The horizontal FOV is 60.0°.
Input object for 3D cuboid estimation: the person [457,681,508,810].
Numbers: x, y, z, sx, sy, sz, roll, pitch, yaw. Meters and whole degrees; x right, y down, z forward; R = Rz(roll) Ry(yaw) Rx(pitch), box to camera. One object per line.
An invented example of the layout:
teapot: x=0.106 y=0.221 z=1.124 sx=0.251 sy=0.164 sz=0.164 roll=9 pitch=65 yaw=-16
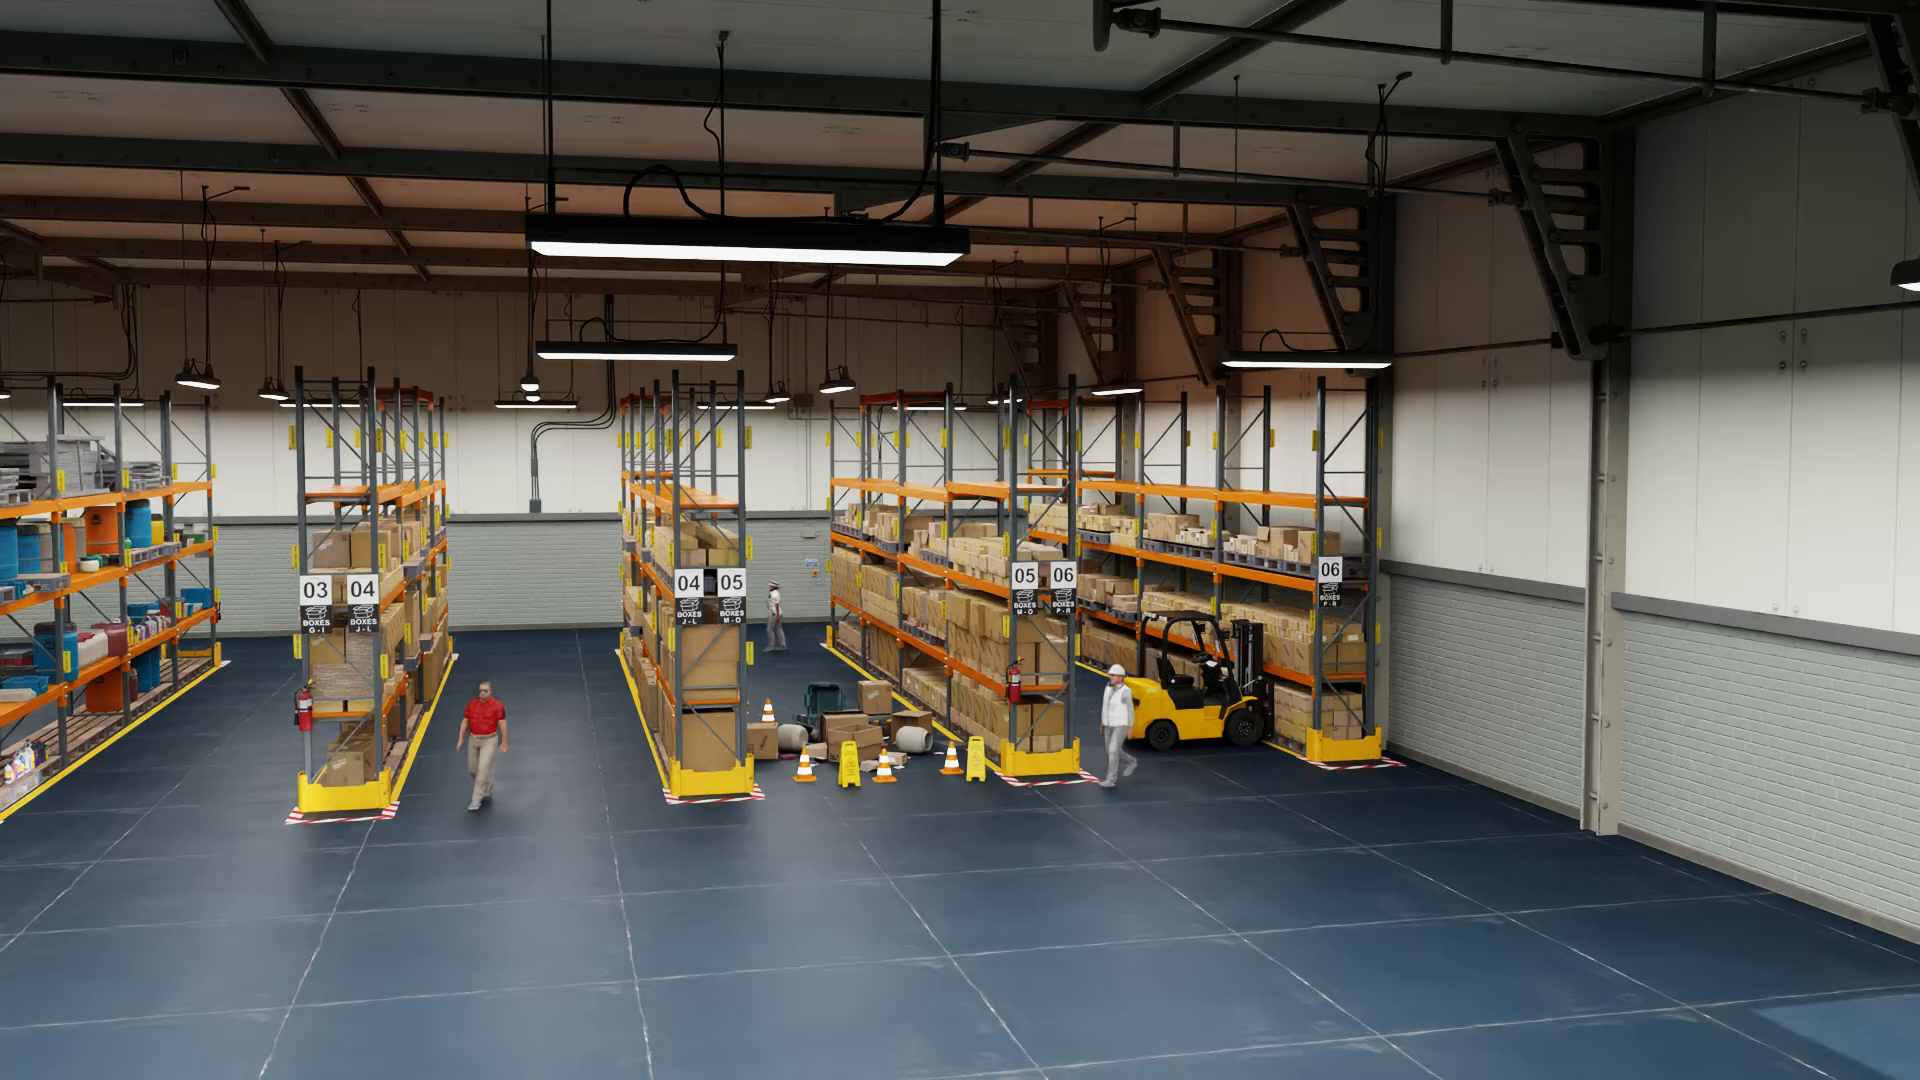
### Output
person: x=-6.571 y=2.788 z=22.869 sx=0.606 sy=1.696 sz=0.876 roll=0 pitch=3 yaw=7

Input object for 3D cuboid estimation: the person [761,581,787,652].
person: x=-4.421 y=1.815 z=39.564 sx=0.605 sy=1.715 sz=0.495 roll=0 pitch=3 yaw=1

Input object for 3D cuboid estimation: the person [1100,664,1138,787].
person: x=2.298 y=2.683 z=24.230 sx=0.925 sy=1.746 sz=0.556 roll=-3 pitch=4 yaw=-38
